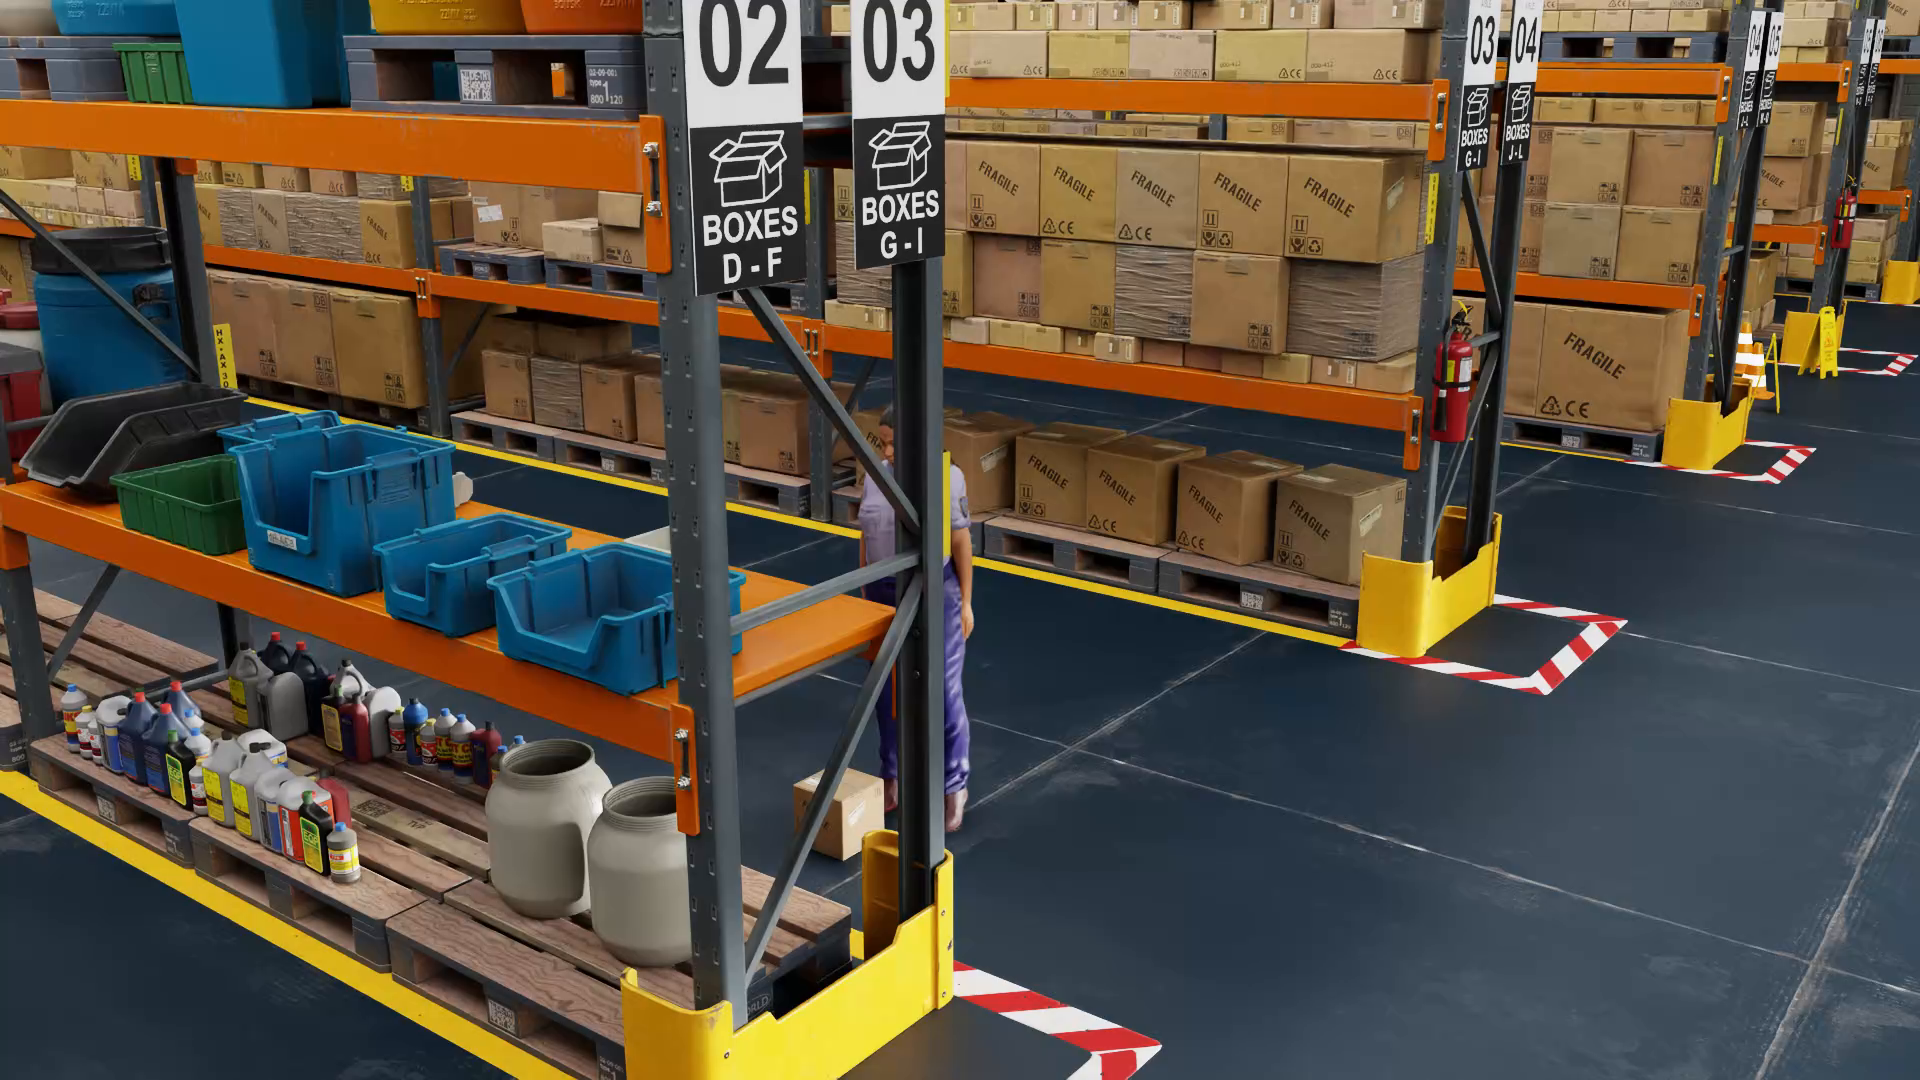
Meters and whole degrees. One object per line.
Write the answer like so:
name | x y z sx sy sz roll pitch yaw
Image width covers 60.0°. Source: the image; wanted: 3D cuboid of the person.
person | -0.191 0.287 6.595 0.547 1.679 0.430 9 19 27
